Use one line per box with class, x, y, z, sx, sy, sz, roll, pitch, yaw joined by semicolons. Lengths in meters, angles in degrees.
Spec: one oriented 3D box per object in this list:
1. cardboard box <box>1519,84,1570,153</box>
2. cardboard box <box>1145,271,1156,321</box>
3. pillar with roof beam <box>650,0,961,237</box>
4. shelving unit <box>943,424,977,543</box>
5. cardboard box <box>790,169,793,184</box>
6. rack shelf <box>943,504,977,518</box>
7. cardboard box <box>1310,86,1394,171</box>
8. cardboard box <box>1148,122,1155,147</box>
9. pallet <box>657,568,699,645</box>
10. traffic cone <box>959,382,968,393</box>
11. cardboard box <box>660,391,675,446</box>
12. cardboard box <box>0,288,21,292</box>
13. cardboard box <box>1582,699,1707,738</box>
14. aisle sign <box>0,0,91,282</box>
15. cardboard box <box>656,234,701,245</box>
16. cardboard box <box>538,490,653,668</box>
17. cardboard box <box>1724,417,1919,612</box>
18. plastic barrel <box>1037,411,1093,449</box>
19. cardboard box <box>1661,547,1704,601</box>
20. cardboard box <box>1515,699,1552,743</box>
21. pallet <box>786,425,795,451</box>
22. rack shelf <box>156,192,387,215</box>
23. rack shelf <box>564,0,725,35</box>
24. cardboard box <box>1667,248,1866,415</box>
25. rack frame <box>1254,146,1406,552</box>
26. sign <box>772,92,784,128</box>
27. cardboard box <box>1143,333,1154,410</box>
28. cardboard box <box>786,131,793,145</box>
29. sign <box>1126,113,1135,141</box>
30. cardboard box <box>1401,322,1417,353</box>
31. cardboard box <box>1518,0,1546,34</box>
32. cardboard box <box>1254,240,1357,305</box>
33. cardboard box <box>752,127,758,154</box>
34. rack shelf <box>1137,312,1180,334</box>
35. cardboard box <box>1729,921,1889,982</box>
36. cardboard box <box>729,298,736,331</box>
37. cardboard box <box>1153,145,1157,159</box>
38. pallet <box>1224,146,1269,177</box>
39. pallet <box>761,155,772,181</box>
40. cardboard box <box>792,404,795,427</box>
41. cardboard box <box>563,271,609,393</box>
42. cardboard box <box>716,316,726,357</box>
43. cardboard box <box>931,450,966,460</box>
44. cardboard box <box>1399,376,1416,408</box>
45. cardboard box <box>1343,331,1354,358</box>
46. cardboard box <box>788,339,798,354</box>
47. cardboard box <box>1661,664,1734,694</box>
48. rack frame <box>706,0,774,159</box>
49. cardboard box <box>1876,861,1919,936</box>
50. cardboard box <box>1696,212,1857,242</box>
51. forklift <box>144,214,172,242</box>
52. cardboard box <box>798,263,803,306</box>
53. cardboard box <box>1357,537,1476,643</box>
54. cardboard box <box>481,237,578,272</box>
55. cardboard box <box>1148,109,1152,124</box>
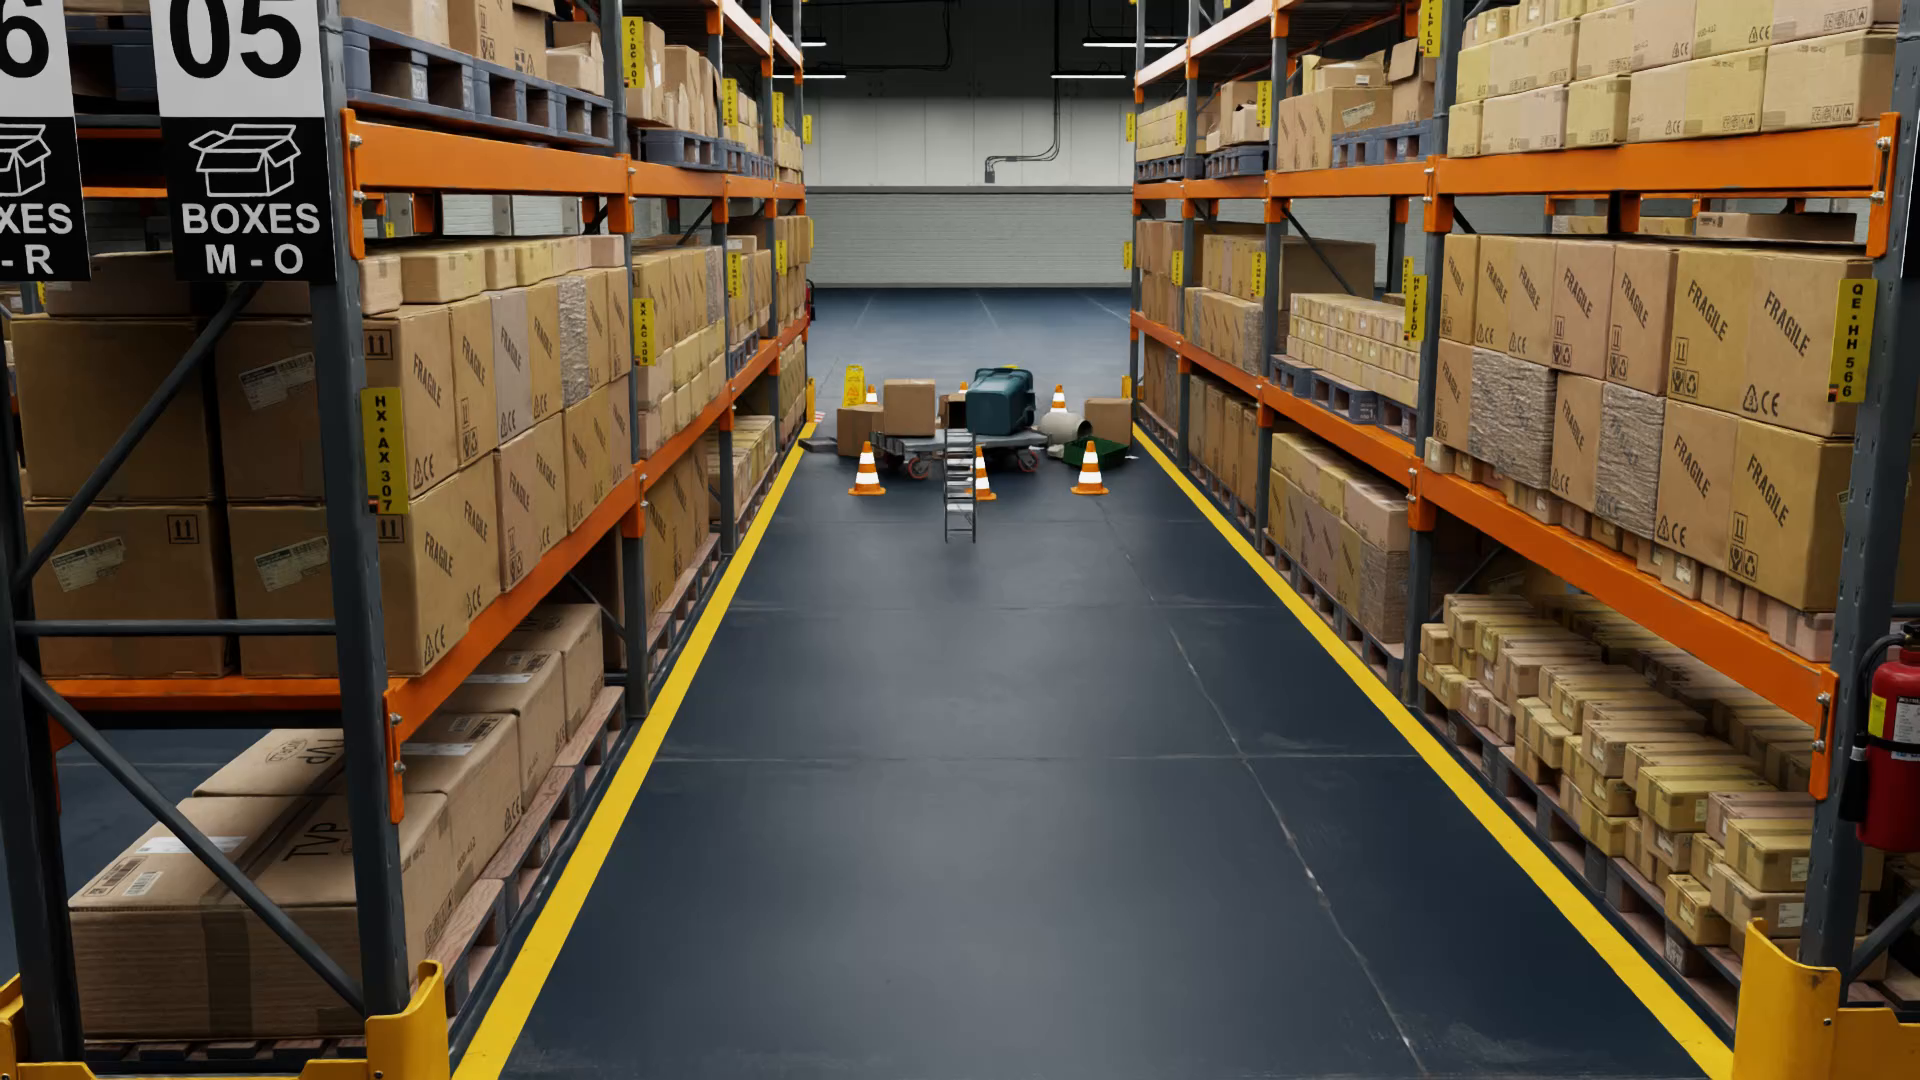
cardboard box;2.593;-1.699;6.721;0.500;0.250;0.500;0;11;1
cardboard box;2.561;-2.763;18.755;0.875;0.550;0.550;0;11;-1
pillar with roof beam;-4.523;-11.701;48.104;9.100;9.000;0.548;0;11;-1
shelving unit;0.000;-0.439;12.962;0.258;0.900;0.210;0;11;-1
cardboard box;-1.994;-3.915;17.902;0.380;0.149;0.250;0;11;-2
rack shelf;0.000;-0.230;13.004;0.258;0.077;0.200;0;11;-1
cardboard box;2.533;-2.599;10.531;0.500;0.500;0.500;0;11;-1
cardboard box;2.365;-4.483;18.388;0.500;0.250;0.500;0;11;-2
pallet;-2.229;0.412;10.496;1.003;0.211;1.213;0;11;-1
traffic cone;0.044;-1.692;20.236;0.336;0.463;0.334;0;11;-1
cardboard box;-1.867;-0.676;9.224;0.500;0.250;0.500;-1;11;-3
cardboard box;-7.426;-1.866;12.830;0.380;0.149;0.250;0;11;-1
cardboard box;2.678;0.733;6.518;0.380;0.149;0.250;-1;11;-3
aisle sign;-2.336;-1.021;4.011;0.394;0.787;0.004;0;11;-1
cardboard box;-2.619;-2.772;15.490;0.380;0.149;0.250;0;11;-1
cardboard box;-2.203;0.155;9.041;0.875;0.875;0.875;0;11;1
cardboard box;2.653;-0.086;4.941;0.500;0.500;0.500;0;11;0
plastic barrel;1.115;-1.145;17.640;0.512;0.421;0.421;9;15;38
cardboard box;2.614;0.106;5.623;0.380;0.149;0.250;0;11;0
cardboard box;2.587;0.778;7.048;0.380;0.149;0.250;0;11;-2
pallet;-2.352;-1.158;18.237;1.003;0.211;1.213;0;11;-1
rack shelf;-7.279;-3.642;17.733;1.077;0.370;4.000;0;11;-1
rack shelf;-2.151;-3.347;9.740;1.077;0.370;4.000;0;11;-1
cardboard box;2.651;-0.679;5.346;0.500;0.500;0.500;-1;11;-3
rack frame;2.754;-1.394;12.384;1.000;3.000;0.127;0;11;-1
sign;-1.720;-4.068;15.730;0.100;0.325;0.005;0;11;-1
cardboard box;2.669;-2.014;19.729;0.875;0.875;0.875;0;11;-1
cardboard box;-1.990;-4.310;17.843;0.380;0.149;0.250;0;11;0
sign;2.034;-4.920;19.824;0.100;0.325;0.005;0;11;-1
cardboard box;2.627;-1.105;9.041;0.380;0.149;0.250;-1;11;-3
cardboard box;2.595;-2.221;7.034;0.380;0.149;0.250;-1;11;-3
cardboard box;2.743;-2.122;13.210;0.700;0.500;0.500;0;11;-2
cardboard box;-2.118;-3.635;15.210;0.500;0.250;0.500;0;11;-2
rack shelf;2.630;-2.365;18.308;0.919;0.052;3.809;0;11;-1
cardboard box;2.700;1.284;5.299;0.380;0.149;0.250;0;11;0
cardboard box;-1.970;-1.844;12.549;0.500;0.500;0.500;-1;11;-3
cardboard box;2.308;-4.215;18.069;0.380;0.149;0.250;0;11;-1
pallet;2.688;-2.899;12.734;1.213;0.211;1.003;0;11;1
pallet;-2.369;-3.403;15.217;1.213;0.211;1.003;0;11;-1
cardboard box;-2.053;-1.336;17.962;0.500;0.250;0.500;0;11;-2
cardboard box;-1.822;-0.904;7.202;0.500;0.500;0.500;0;11;-2
cardboard box;-1.928;-1.429;11.680;0.500;0.250;0.500;0;11;-1
cardboard box;-0.146;-0.979;17.218;0.258;0.266;0.396;-10;15;-40
cardboard box;2.625;-0.811;9.088;0.380;0.149;0.250;0;11;-1
cardboard box;2.601;-1.216;10.334;0.380;0.149;0.250;0;11;1
cardboard box;-2.000;-2.154;18.473;0.380;0.149;0.250;0;11;1
cardboard box;3.205;0.630;7.027;0.380;0.149;0.250;-1;11;-3
rack frame;-2.275;-5.088;15.508;1.000;3.000;0.127;0;11;-1
cardboard box;3.166;1.137;5.276;0.380;0.149;0.250;0;11;1
cardboard box;7.509;-2.530;15.422;1.000;1.000;1.000;0;11;-1
forklift;-5.415;-1.383;12.664;3.031;2.867;1.129;0;11;-1
cardboard box;-2.065;-2.932;18.967;0.500;0.500;0.500;0;11;-1
cardboard box;2.570;0.275;9.392;0.500;0.500;0.500;0;11;-2
cardboard box;-1.893;-1.253;7.291;0.380;0.149;0.250;0;11;-1
cardboard box;2.298;-4.707;18.489;0.380;0.149;0.250;0;11;-2
